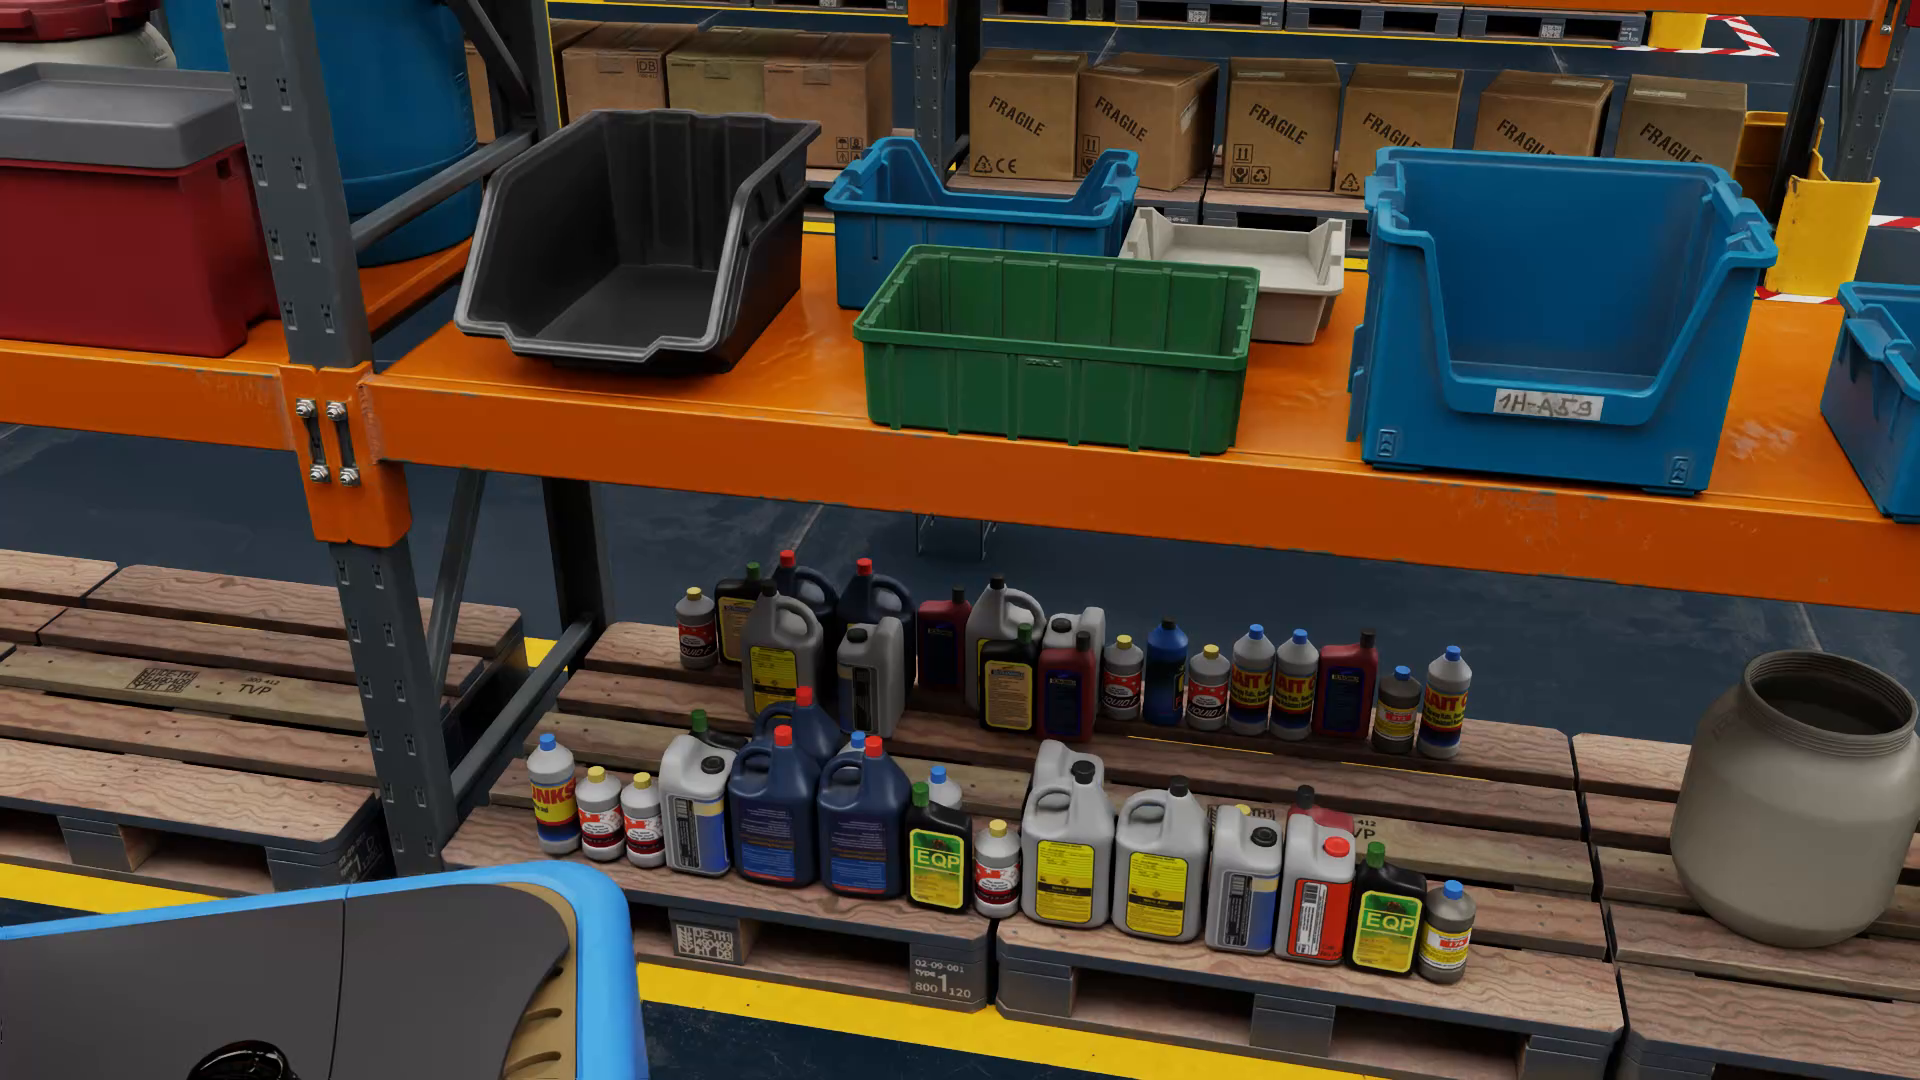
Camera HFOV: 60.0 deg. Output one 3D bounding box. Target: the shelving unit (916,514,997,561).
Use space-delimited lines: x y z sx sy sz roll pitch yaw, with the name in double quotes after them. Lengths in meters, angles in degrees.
-0.008 -0.396 5.035 0.210 0.900 0.258 6 29 11 "shelving unit"

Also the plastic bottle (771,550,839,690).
-0.393 0.188 4.083 0.185 0.351 0.144 5 29 9 "plastic bottle"

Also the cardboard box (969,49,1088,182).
0.334 -2.065 8.064 0.500 0.500 0.500 5 29 9 "cardboard box"

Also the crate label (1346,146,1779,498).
0.972 -0.382 2.787 0.616 0.435 0.502 6 29 11 "crate label"

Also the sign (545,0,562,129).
-0.957 -1.089 3.827 0.005 0.325 0.100 6 29 11 "sign"

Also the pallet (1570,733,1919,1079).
1.951 0.845 3.487 1.213 0.211 1.003 6 29 11 "pallet"

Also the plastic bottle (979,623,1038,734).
0.114 0.320 3.912 0.133 0.283 0.061 6 29 11 "plastic bottle"

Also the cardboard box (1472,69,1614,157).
2.664 -1.837 7.648 0.500 0.500 0.500 14 32 24 "cardboard box"

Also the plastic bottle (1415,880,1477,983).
0.941 0.747 3.217 0.097 0.201 0.097 0 29 0 "plastic bottle"

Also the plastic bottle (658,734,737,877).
-0.541 0.549 3.502 0.135 0.276 0.152 7 29 12 "plastic bottle"

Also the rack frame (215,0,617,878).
-1.083 -0.710 3.423 0.127 3.000 1.000 6 29 11 "rack frame"

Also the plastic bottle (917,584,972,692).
-0.037 0.234 4.070 0.133 0.283 0.061 8 30 14 "plastic bottle"

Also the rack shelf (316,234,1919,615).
0.873 -0.194 3.230 4.000 0.370 1.077 6 29 11 "rack shelf"

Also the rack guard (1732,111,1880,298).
3.789 -1.546 7.553 0.348 0.500 1.175 6 29 11 "rack guard"

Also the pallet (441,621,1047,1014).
-0.435 0.600 3.934 1.213 0.211 1.003 6 29 11 "pallet"

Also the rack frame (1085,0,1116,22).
1.086 -5.355 11.908 0.127 3.000 1.000 6 29 11 "rack frame"

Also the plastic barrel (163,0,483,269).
-1.398 -1.111 3.634 0.708 0.901 0.600 6 29 11 "plastic barrel"

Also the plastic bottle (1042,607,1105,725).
0.269 0.291 3.973 0.135 0.276 0.152 6 29 11 "plastic bottle"

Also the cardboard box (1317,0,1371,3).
2.569 -4.423 11.980 0.875 0.875 0.875 6 29 11 "cardboard box"

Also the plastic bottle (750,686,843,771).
-0.350 0.467 3.574 0.185 0.351 0.144 6 29 11 "plastic bottle"

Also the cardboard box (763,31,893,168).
-0.645 -2.204 8.298 0.500 0.500 0.700 4 29 7 "cardboard box"

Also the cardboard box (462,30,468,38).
-2.756 -2.426 8.703 0.500 0.500 0.700 3 29 6 "cardboard box"

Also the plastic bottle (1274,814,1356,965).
0.700 0.676 3.269 0.135 0.276 0.152 6 29 11 "plastic bottle"

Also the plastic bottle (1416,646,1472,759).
1.121 0.367 3.840 0.097 0.271 0.097 0 29 0 "plastic bottle"

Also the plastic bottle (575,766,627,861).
-0.764 0.572 3.537 0.097 0.201 0.097 0 29 0 "plastic bottle"

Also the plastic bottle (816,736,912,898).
-0.196 0.554 3.415 0.185 0.351 0.144 5 29 8 "plastic bottle"

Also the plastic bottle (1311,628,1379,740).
0.903 0.330 3.894 0.133 0.283 0.061 6 29 11 "plastic bottle"

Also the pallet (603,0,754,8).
-2.071 -4.419 13.101 1.213 0.211 1.003 6 29 11 "pallet"

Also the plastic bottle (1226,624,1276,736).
0.688 0.322 3.921 0.097 0.271 0.097 0 29 0 "plastic bottle"

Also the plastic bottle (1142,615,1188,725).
0.490 0.302 3.958 0.097 0.271 0.097 0 29 0 "plastic bottle"

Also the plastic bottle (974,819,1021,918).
0.076 0.659 3.379 0.097 0.201 0.097 0 29 0 "plastic bottle"

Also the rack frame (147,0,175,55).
-3.961 -3.437 8.405 0.127 3.000 1.000 6 29 11 "rack frame"

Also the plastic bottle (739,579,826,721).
-0.423 0.256 3.959 0.185 0.351 0.144 6 29 11 "plastic bottle"

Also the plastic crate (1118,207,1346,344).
0.558 -0.550 3.406 0.437 0.136 0.530 6 29 11 "plastic crate"

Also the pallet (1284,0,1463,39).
3.010 -3.898 12.150 1.213 0.211 1.003 6 29 11 "pallet"

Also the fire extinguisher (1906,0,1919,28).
3.879 -2.373 6.542 0.183 0.674 0.296 6 29 11 "fire extinguisher"

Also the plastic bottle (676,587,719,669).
-0.663 0.215 4.190 0.097 0.201 0.097 0 29 0 "plastic bottle"

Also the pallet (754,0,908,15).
-0.881 -4.295 12.876 1.213 0.211 1.003 6 29 11 "pallet"

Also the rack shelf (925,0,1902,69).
1.907 -2.520 7.478 4.000 0.370 1.077 6 29 11 "rack shelf"

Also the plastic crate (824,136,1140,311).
0.056 -0.661 3.489 0.616 0.251 0.499 6 29 11 "plastic crate"

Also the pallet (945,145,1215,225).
0.615 -1.762 8.249 1.213 0.211 1.003 6 29 11 "pallet"

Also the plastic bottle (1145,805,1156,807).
0.384 0.619 3.451 0.097 0.201 0.097 0 29 0 "plastic bottle"

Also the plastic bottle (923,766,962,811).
-0.044 0.586 3.440 0.097 0.271 0.097 0 29 0 "plastic bottle"

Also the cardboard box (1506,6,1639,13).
4.321 -4.243 11.652 0.875 0.875 0.875 6 29 11 "cardboard box"

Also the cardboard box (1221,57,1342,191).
1.519 -1.986 7.919 0.500 0.500 0.500 3 29 6 "cardboard box"

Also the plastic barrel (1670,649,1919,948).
1.679 0.518 3.334 0.421 0.512 0.421 0 29 0 "plastic barrel"

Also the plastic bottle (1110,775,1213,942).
0.402 0.615 3.303 0.185 0.351 0.144 7 29 13 "plastic bottle"

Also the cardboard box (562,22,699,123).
-1.654 -2.317 8.503 0.500 0.500 0.700 3 29 6 "cardboard box"

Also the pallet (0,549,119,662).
-3.056 0.331 4.425 1.213 0.211 1.003 6 29 11 "pallet"

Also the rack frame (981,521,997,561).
0.091 -0.385 5.017 0.006 0.900 0.240 6 29 11 "rack frame"
